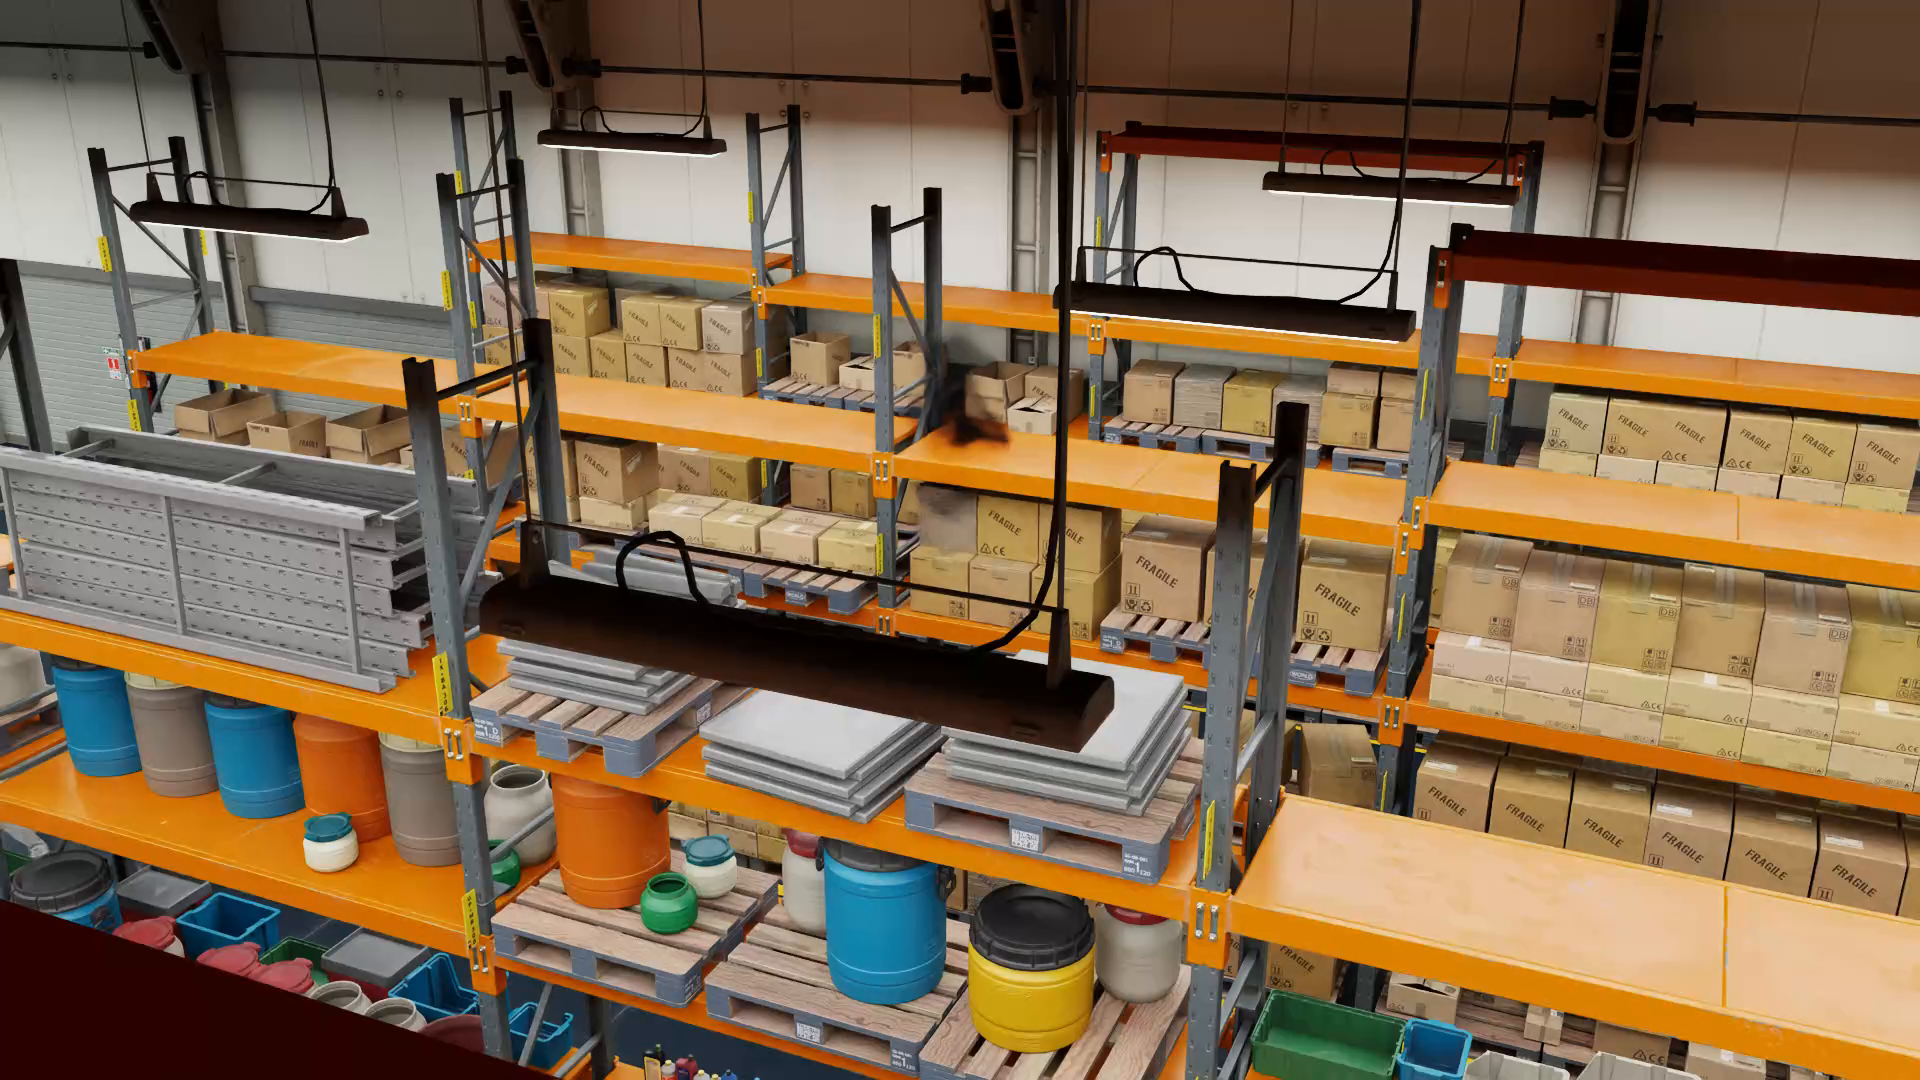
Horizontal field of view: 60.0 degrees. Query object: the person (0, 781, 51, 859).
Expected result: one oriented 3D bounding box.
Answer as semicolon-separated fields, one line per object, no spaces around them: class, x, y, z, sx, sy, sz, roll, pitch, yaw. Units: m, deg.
person;-8.608;2.118;14.517;1.027;1.742;0.702;5;21;13
